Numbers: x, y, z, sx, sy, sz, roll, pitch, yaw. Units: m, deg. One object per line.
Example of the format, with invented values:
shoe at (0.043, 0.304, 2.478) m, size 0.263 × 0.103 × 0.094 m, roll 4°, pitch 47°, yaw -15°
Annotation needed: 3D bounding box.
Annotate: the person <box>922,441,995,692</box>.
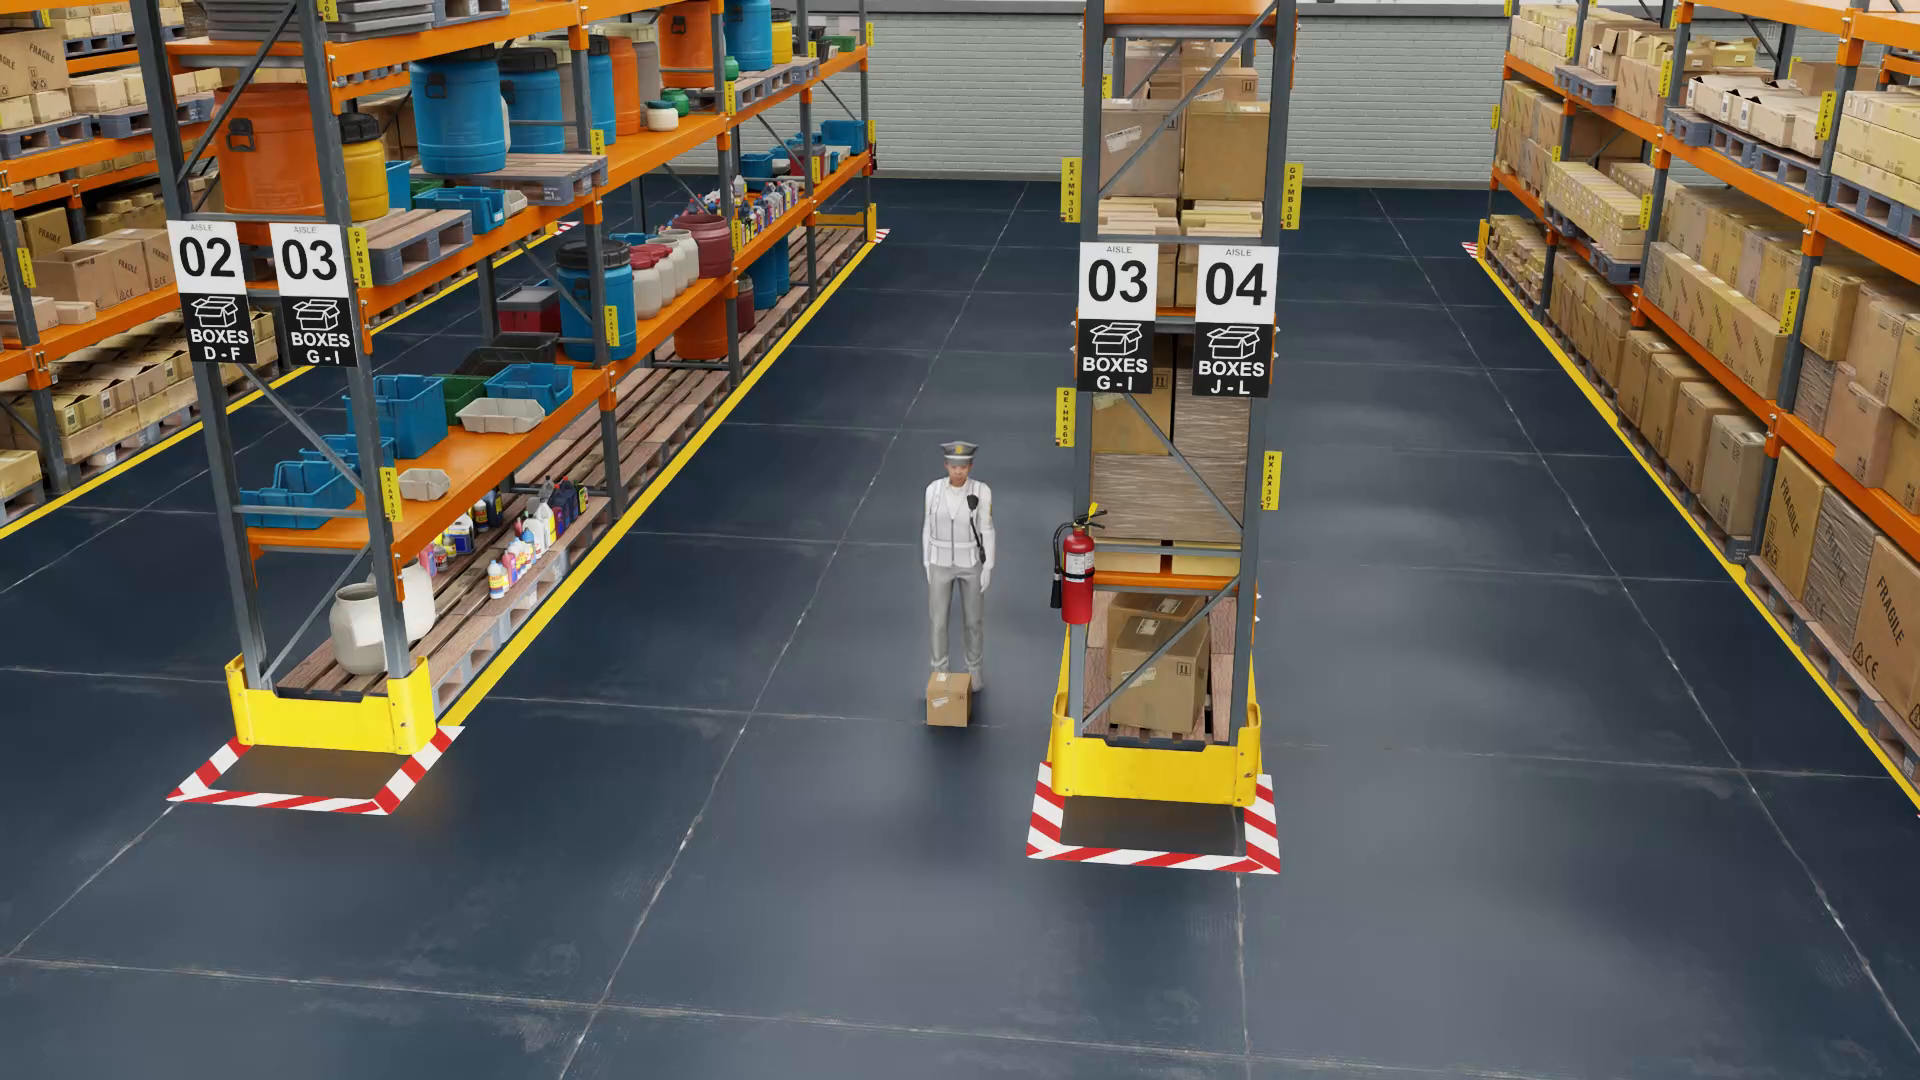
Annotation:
person at (-0.011, 0.176, 10.634) m, size 0.465 × 1.700 × 0.359 m, roll 3°, pitch 21°, yaw 7°
